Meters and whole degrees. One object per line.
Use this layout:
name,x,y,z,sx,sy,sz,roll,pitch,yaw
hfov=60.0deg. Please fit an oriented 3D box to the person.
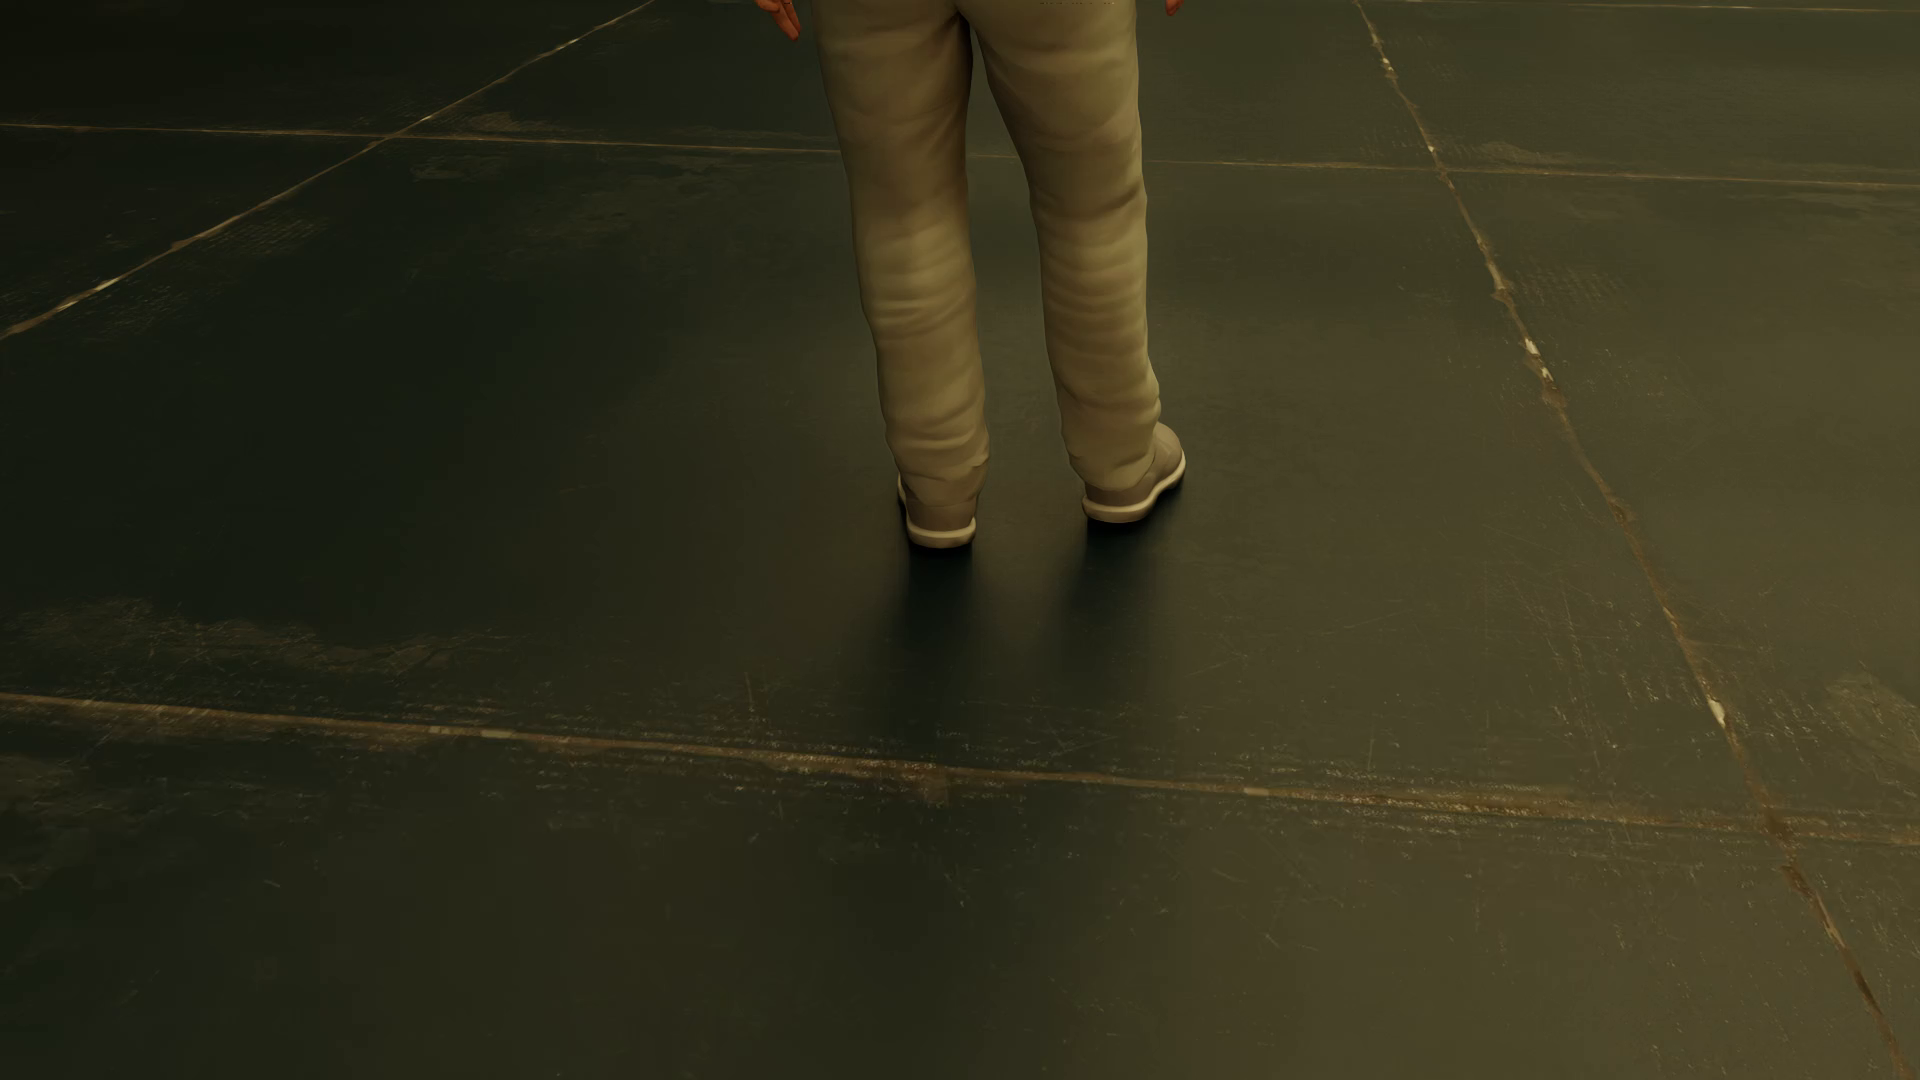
person,0.022,-0.839,2.167,0.641,1.781,0.574,3,27,7
